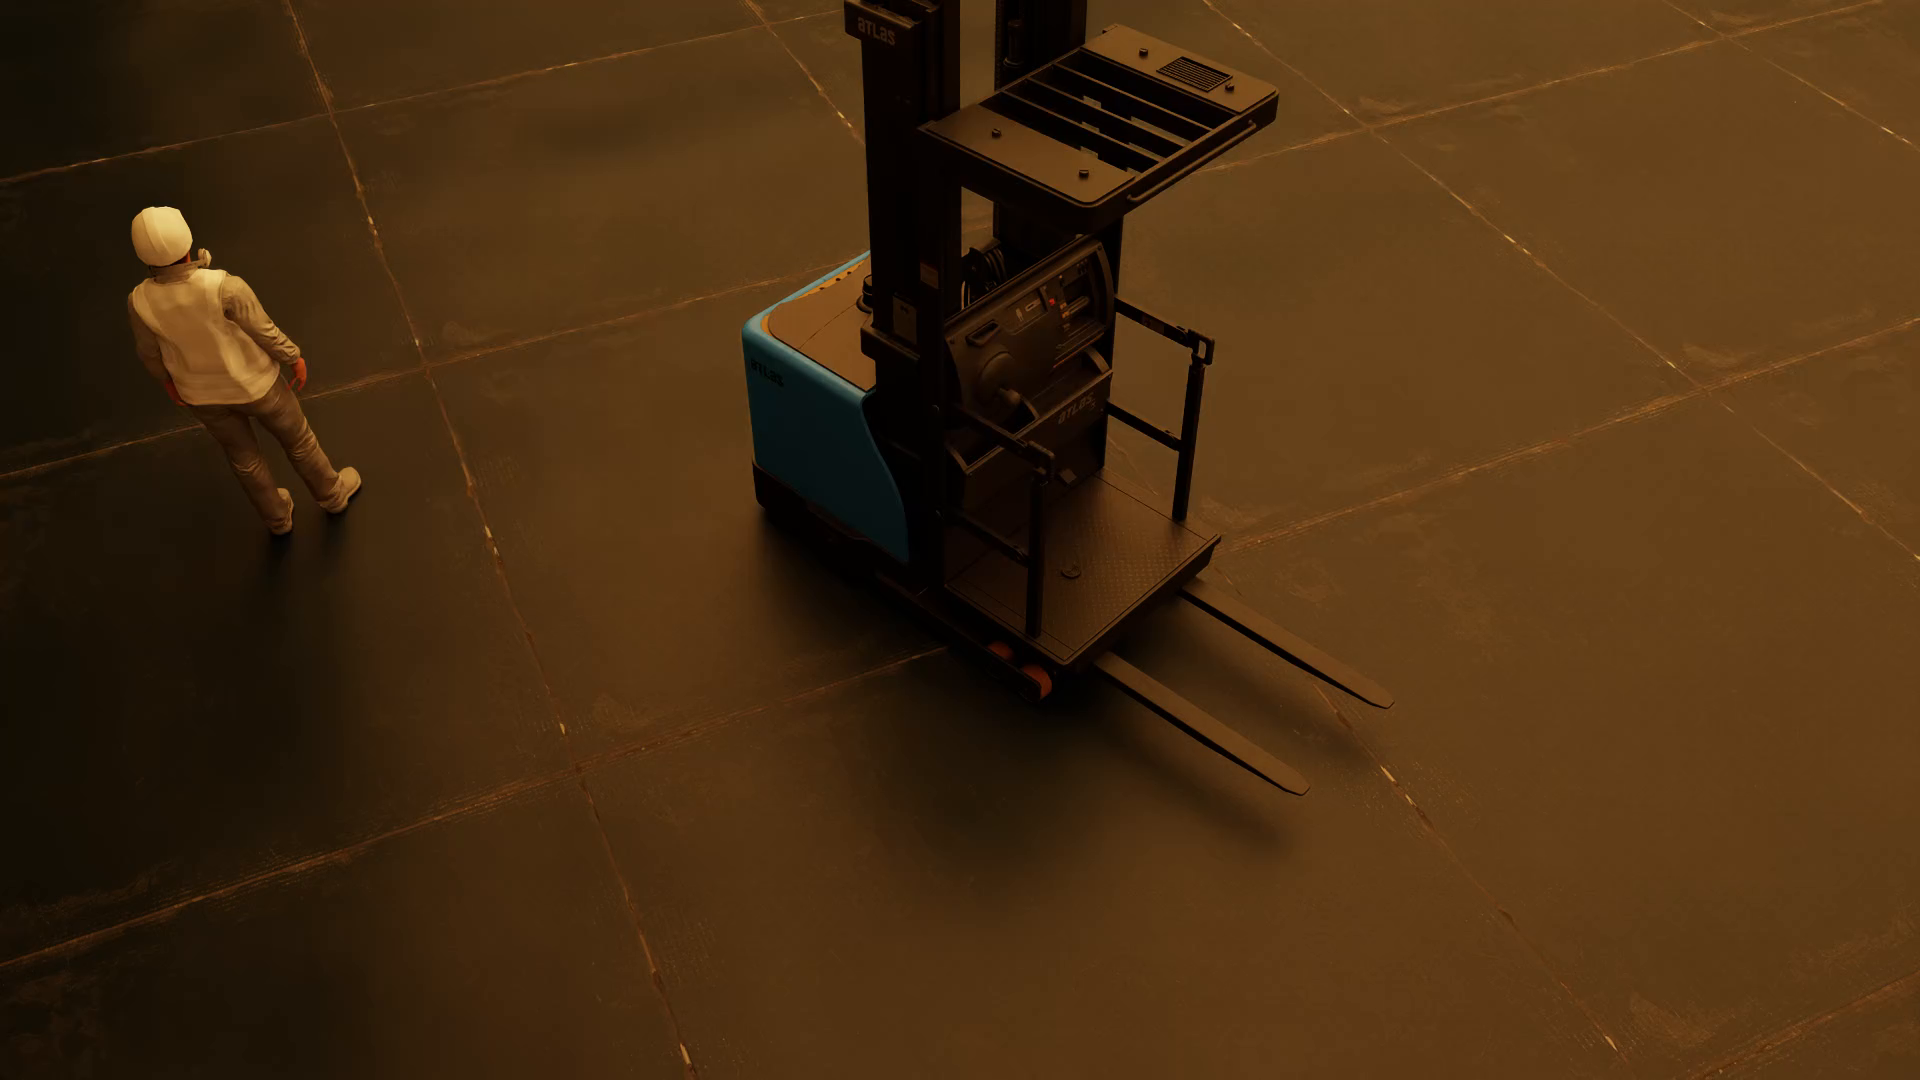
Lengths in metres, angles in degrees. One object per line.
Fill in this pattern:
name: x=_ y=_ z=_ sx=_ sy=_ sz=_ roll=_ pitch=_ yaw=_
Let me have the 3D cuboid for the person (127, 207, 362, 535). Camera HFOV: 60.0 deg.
person: x=-3.200 y=-0.757 z=7.327 sx=0.632 sy=1.774 sz=0.568 roll=-6 pitch=43 yaw=-6

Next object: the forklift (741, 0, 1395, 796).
forklift: x=0.445 y=-0.788 z=6.525 sx=3.031 sy=2.935 sz=1.130 roll=32 pitch=52 yaw=30
